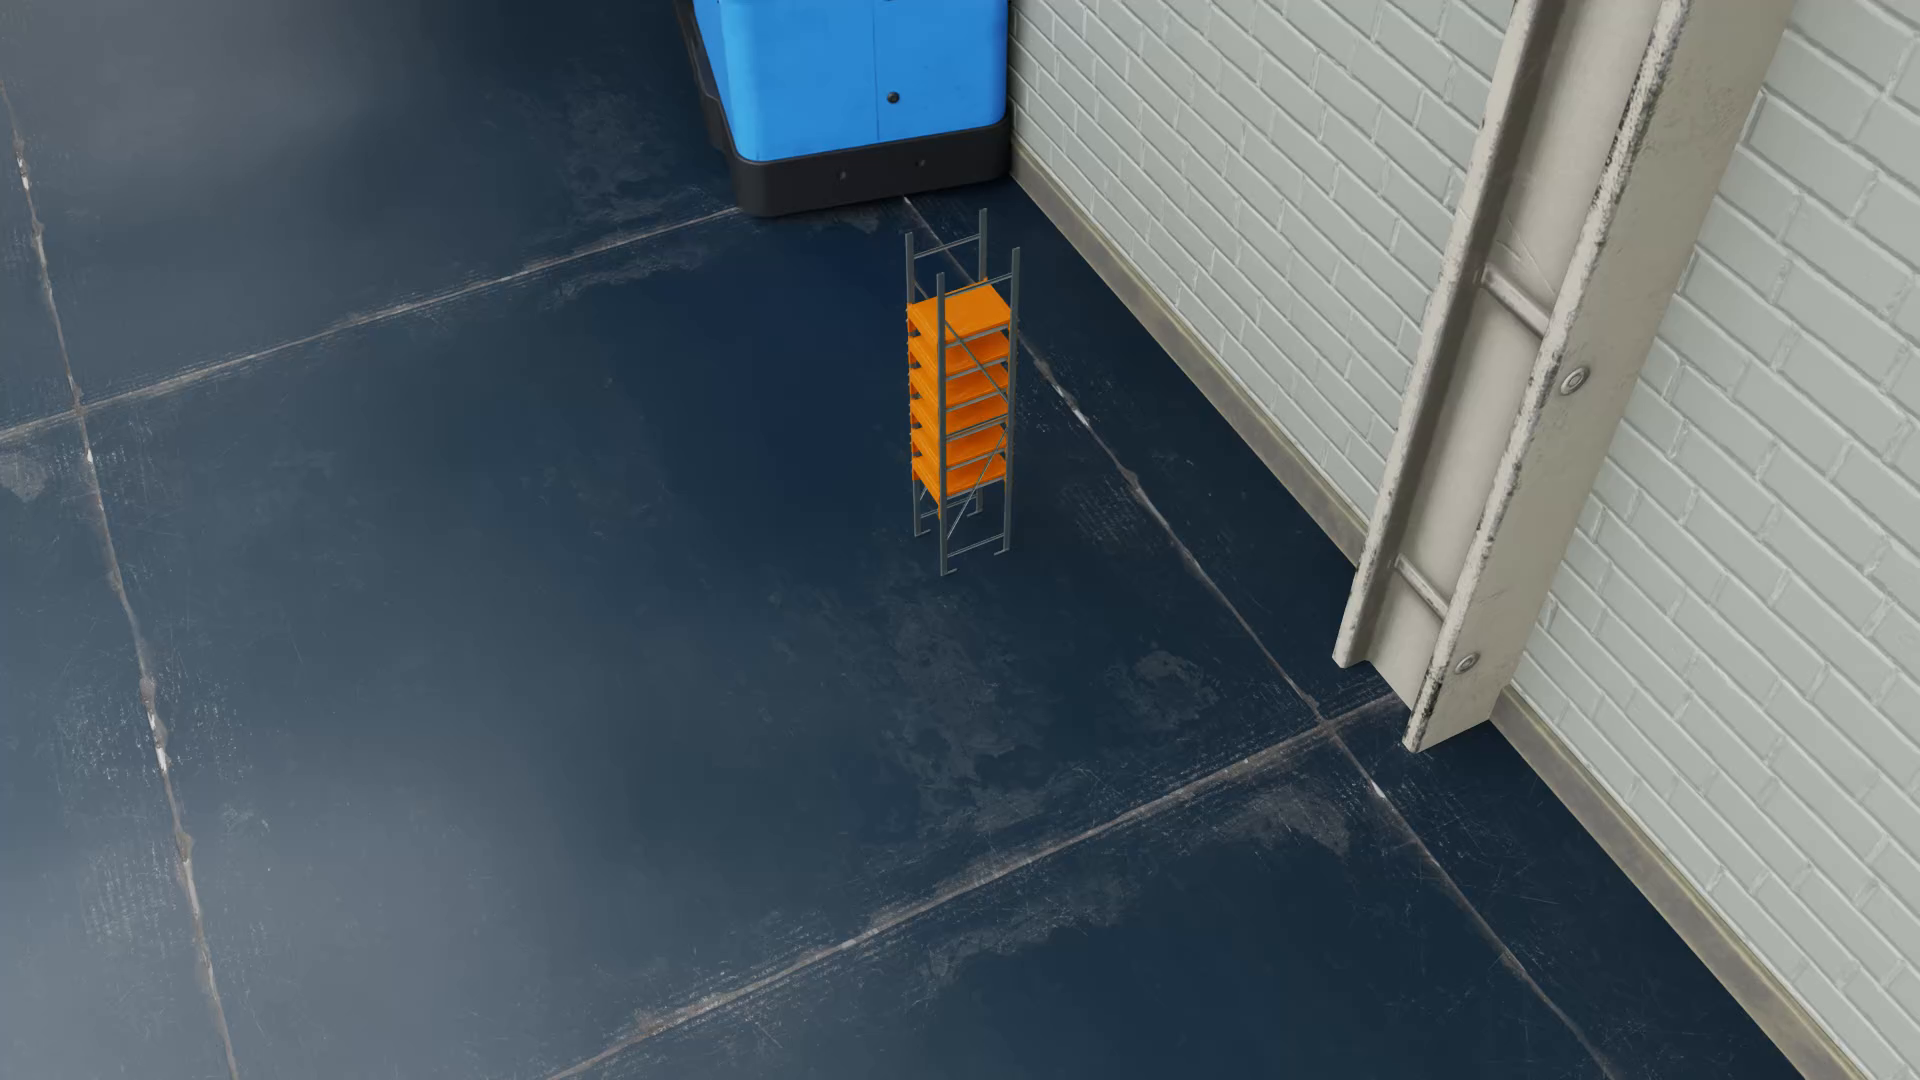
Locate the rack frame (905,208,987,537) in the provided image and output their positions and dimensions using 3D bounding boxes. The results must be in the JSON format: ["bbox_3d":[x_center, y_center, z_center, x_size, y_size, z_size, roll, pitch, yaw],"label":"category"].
[{"bbox_3d":[-0.035,-0.447,4.843,0.240,1.200,0.006,-21,52,-18],"label":"rack frame"}]

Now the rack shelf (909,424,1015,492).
[{"bbox_3d":[0.007,-0.277,4.914,0.258,0.103,0.180,-21,52,-18],"label":"rack shelf"}]

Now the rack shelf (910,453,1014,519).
[{"bbox_3d":[0.007,-0.198,5.004,0.258,0.103,0.180,-21,52,-18],"label":"rack shelf"}]

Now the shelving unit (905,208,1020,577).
[{"bbox_3d":[0.007,-0.385,4.790,0.258,1.200,0.189,-21,52,-18],"label":"shelving unit"}]

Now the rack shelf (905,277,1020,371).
[{"bbox_3d":[0.007,-0.593,4.552,0.258,0.103,0.180,-21,52,-18],"label":"rack shelf"}]

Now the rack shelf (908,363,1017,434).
[{"bbox_3d":[0.007,-0.435,4.733,0.258,0.103,0.180,-21,52,-18],"label":"rack shelf"}]

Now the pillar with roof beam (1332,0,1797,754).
[{"bbox_3d":[-2.497,-1.057,0.196,9.100,9.000,0.400,-21,52,-18],"label":"pillar with roof beam"}]

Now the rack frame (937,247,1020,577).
[{"bbox_3d":[0.048,-0.324,4.736,0.240,1.200,0.006,-21,52,-18],"label":"rack frame"}]

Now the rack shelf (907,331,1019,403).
[{"bbox_3d":[0.007,-0.514,4.643,0.258,0.103,0.180,-21,52,-18],"label":"rack shelf"}]

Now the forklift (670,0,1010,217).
[{"bbox_3d":[-0.691,-3.308,6.196,1.130,2.935,3.031,-12,50,-10],"label":"forklift"}]

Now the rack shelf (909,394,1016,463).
[{"bbox_3d":[0.007,-0.356,4.823,0.258,0.103,0.180,-21,52,-18],"label":"rack shelf"}]
